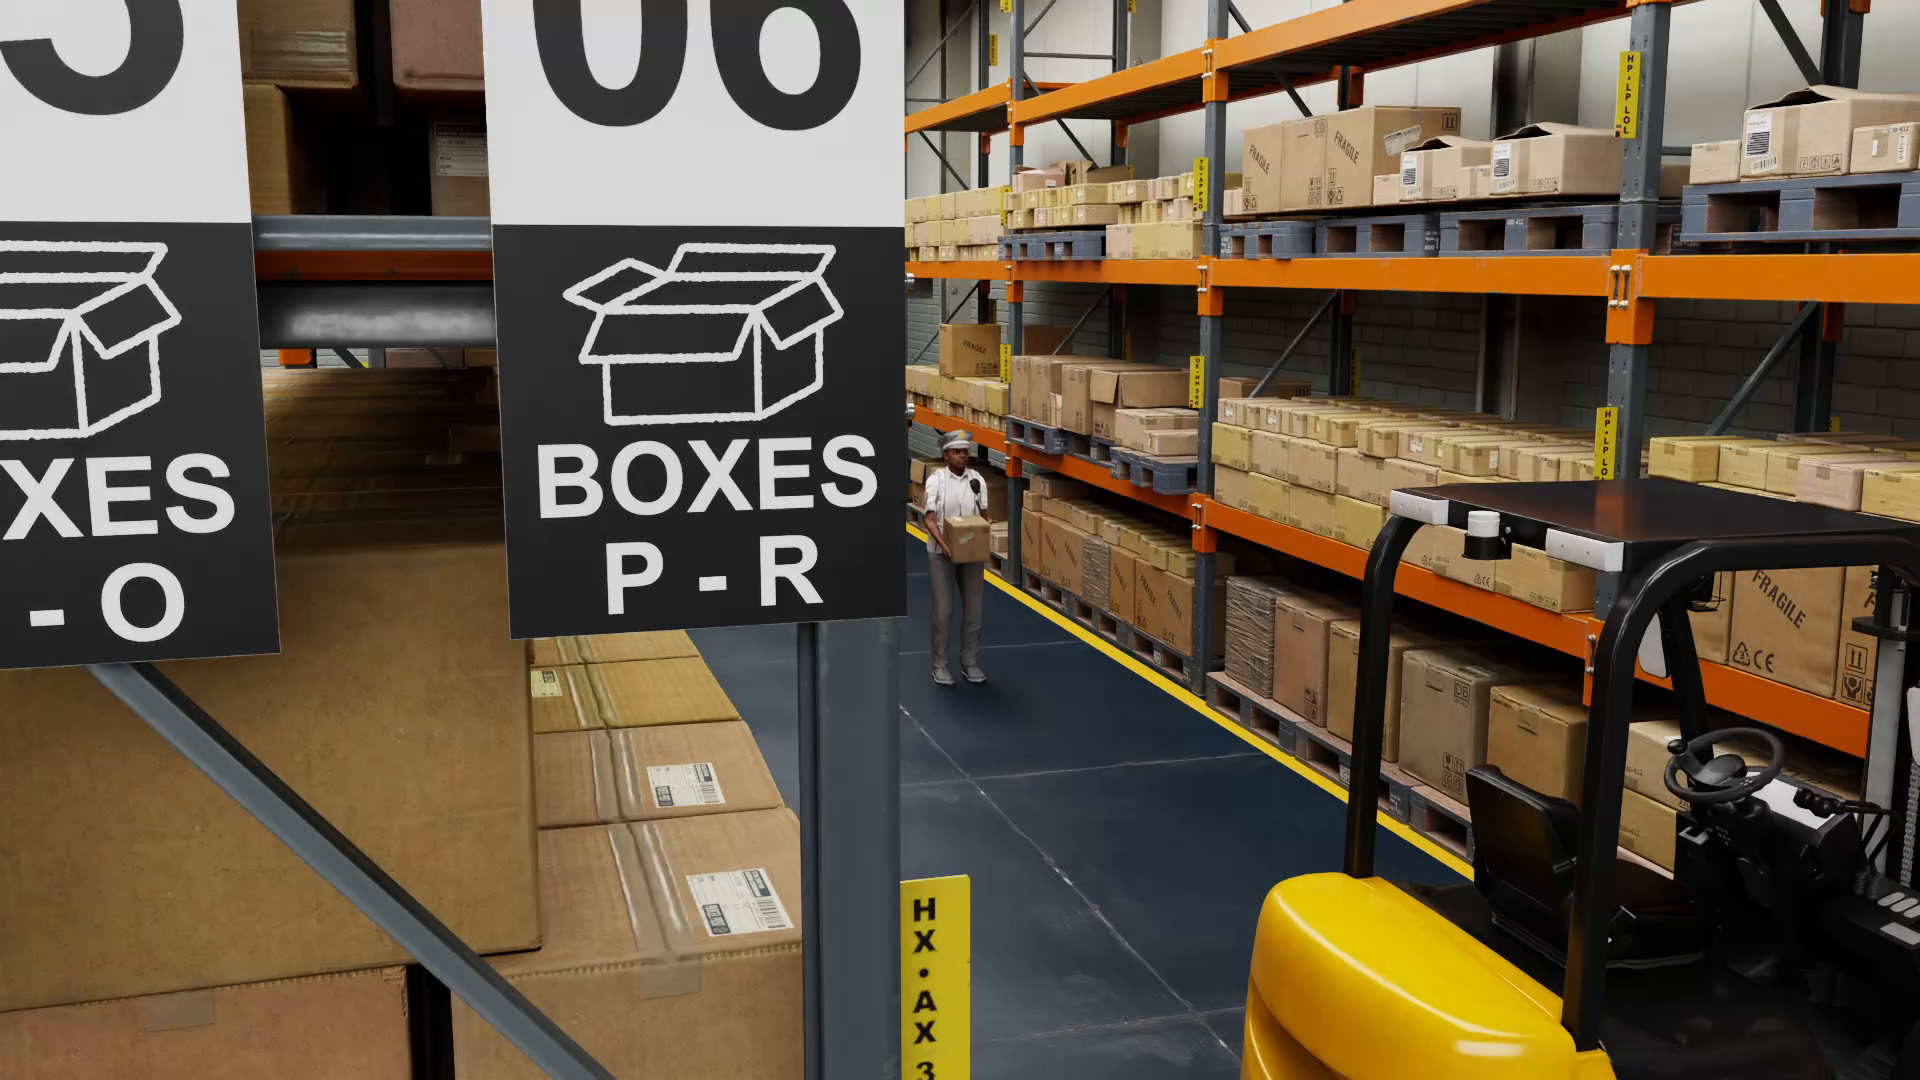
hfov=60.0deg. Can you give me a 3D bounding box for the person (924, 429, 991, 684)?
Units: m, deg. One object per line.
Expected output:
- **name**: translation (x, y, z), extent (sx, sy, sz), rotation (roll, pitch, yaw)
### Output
- **person**: translation (-0.004, 0.110, 11.116), extent (0.455, 1.691, 0.525), rotation (-3, 10, -16)
